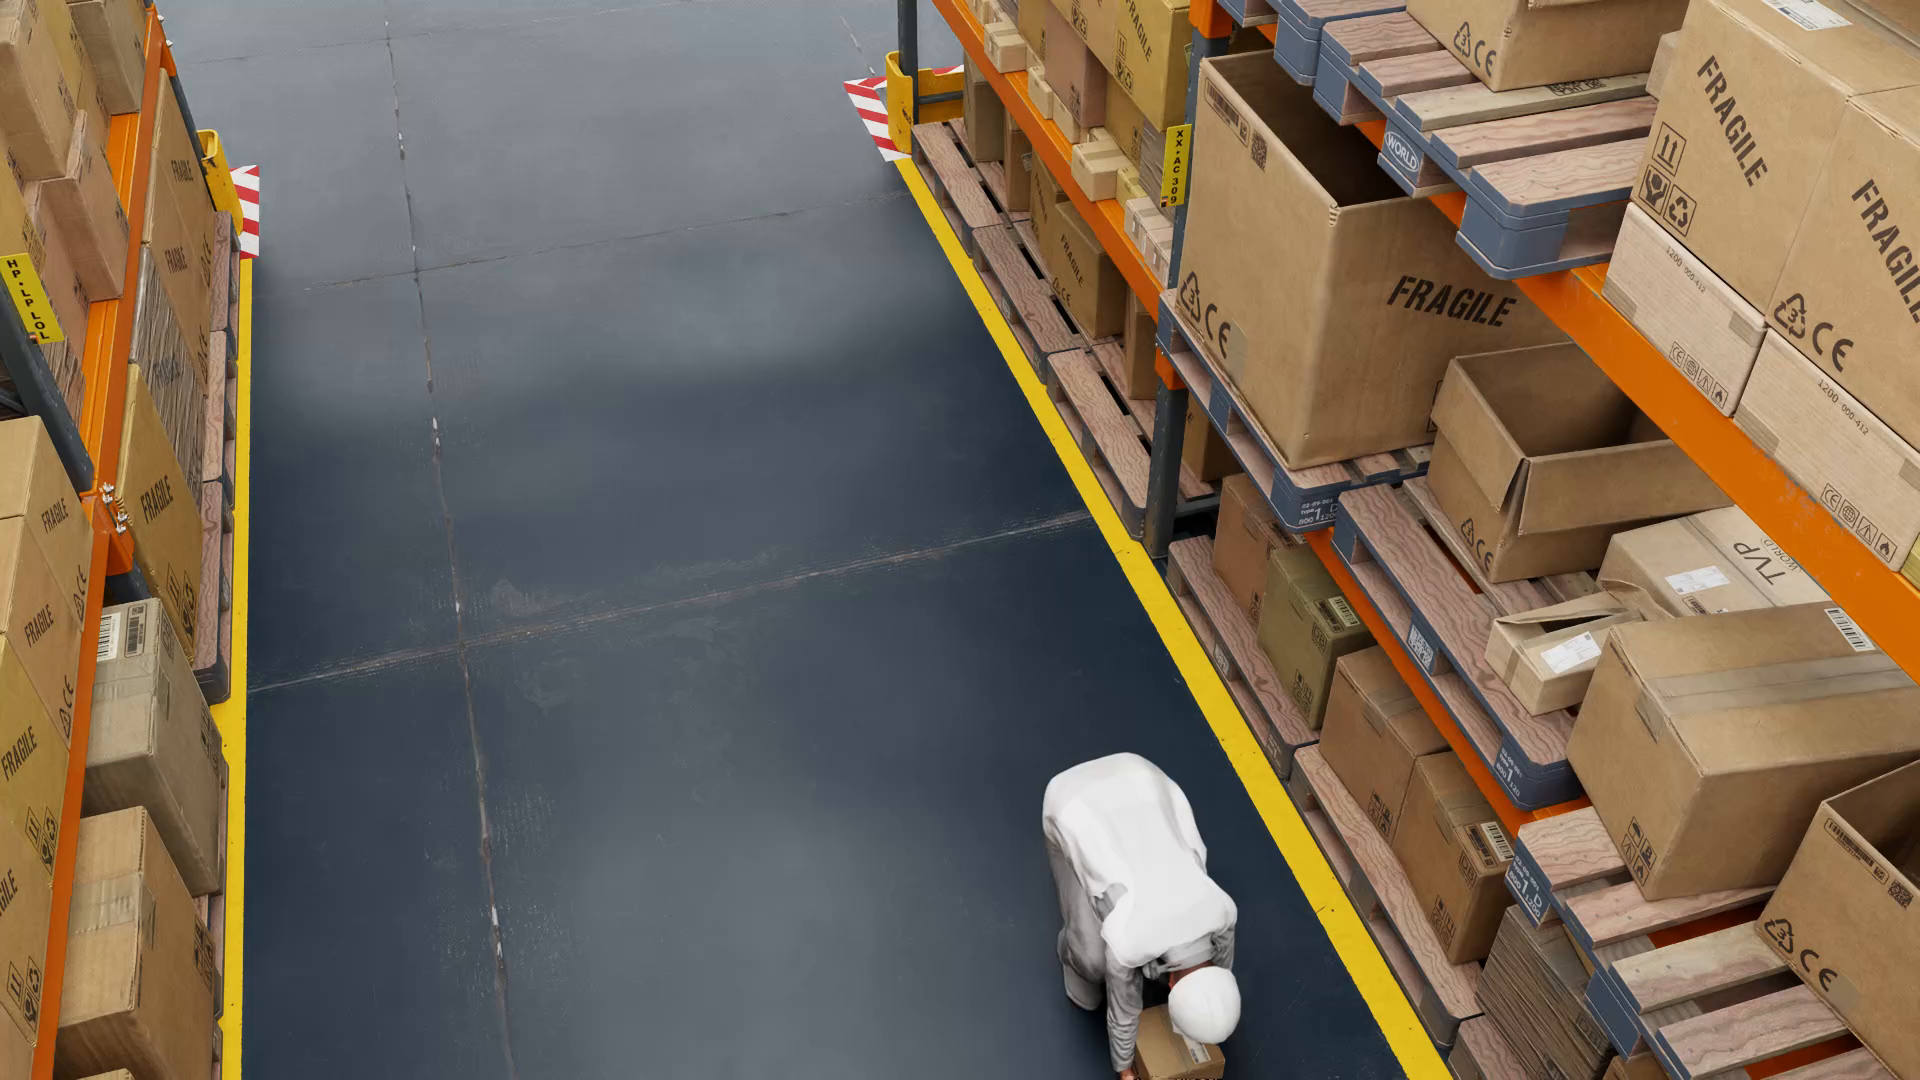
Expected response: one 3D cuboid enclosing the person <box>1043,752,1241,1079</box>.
[{"bbox_3d":[0.610,1.270,5.380,0.520,0.916,1.001,-14,44,-15],"label":"person"}]
